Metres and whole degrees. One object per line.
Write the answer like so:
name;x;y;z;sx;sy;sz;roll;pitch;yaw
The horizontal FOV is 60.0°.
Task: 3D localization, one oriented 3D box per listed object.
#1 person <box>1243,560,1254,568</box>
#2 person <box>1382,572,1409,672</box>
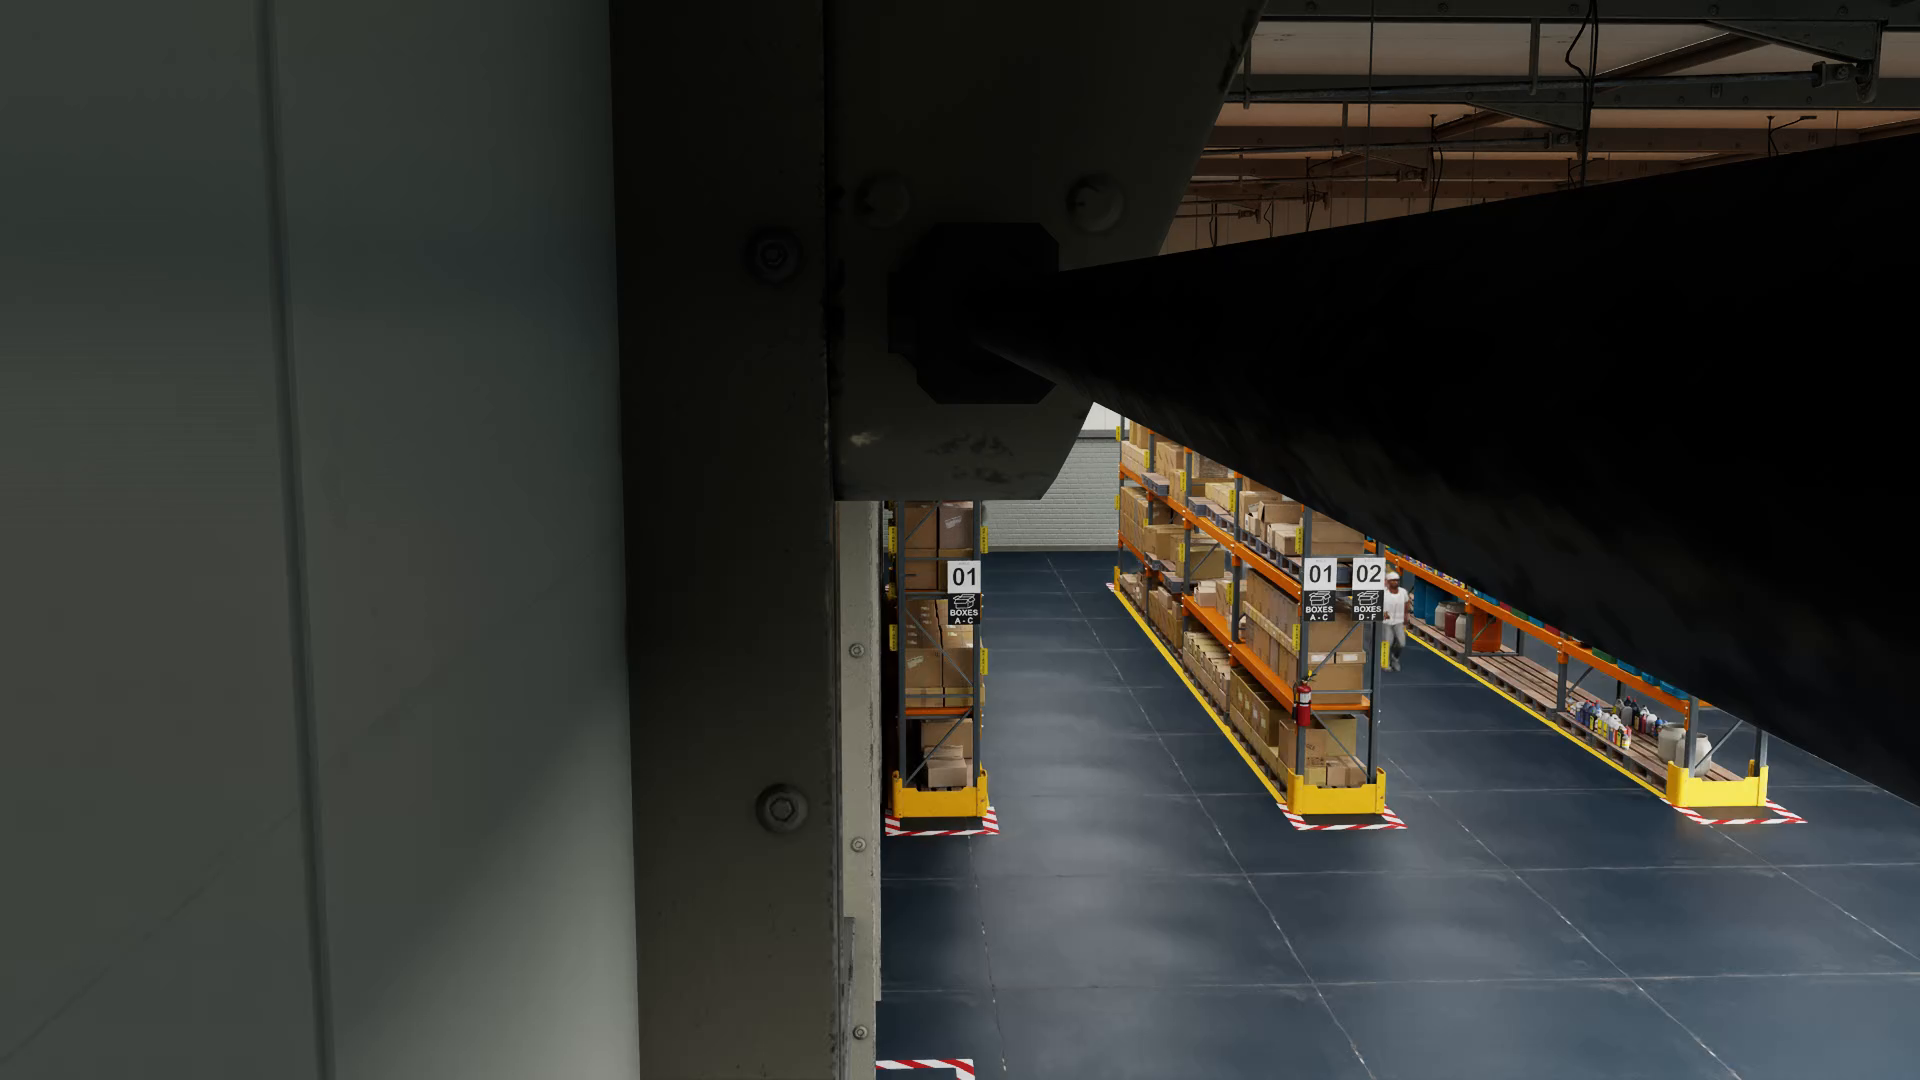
person;6.056;0.630;33.965;0.606;1.654;0.599;0;8;-3
person;7.345;1.406;28.262;0.695;1.733;0.629;0;8;-2
